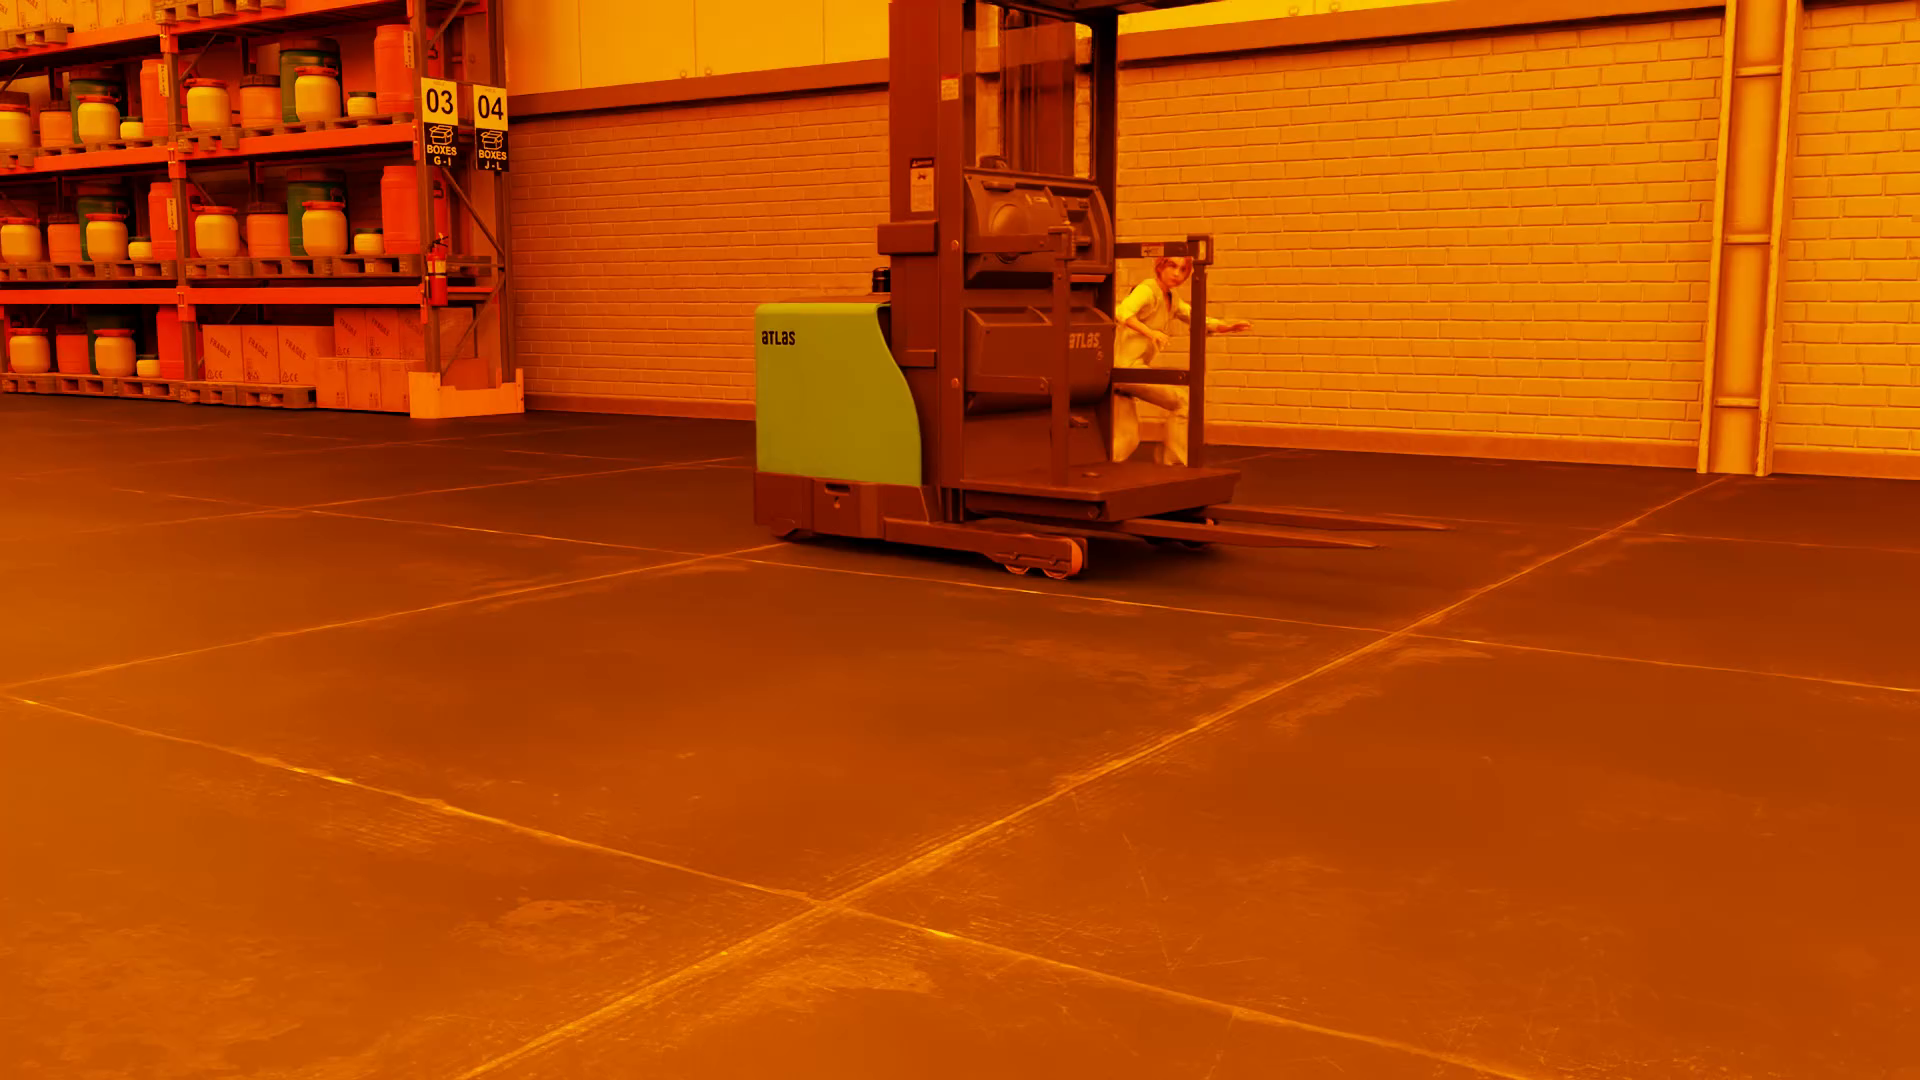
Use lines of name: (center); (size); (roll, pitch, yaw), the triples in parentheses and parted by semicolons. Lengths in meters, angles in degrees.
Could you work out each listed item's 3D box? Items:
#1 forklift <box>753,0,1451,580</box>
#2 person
forklift: (0.505, -1.379, 6.892); (3.031, 2.935, 1.130); (7, 11, 40)
person: (1.060, -0.831, 8.504); (0.867, 1.355, 0.846); (1, 8, 6)
